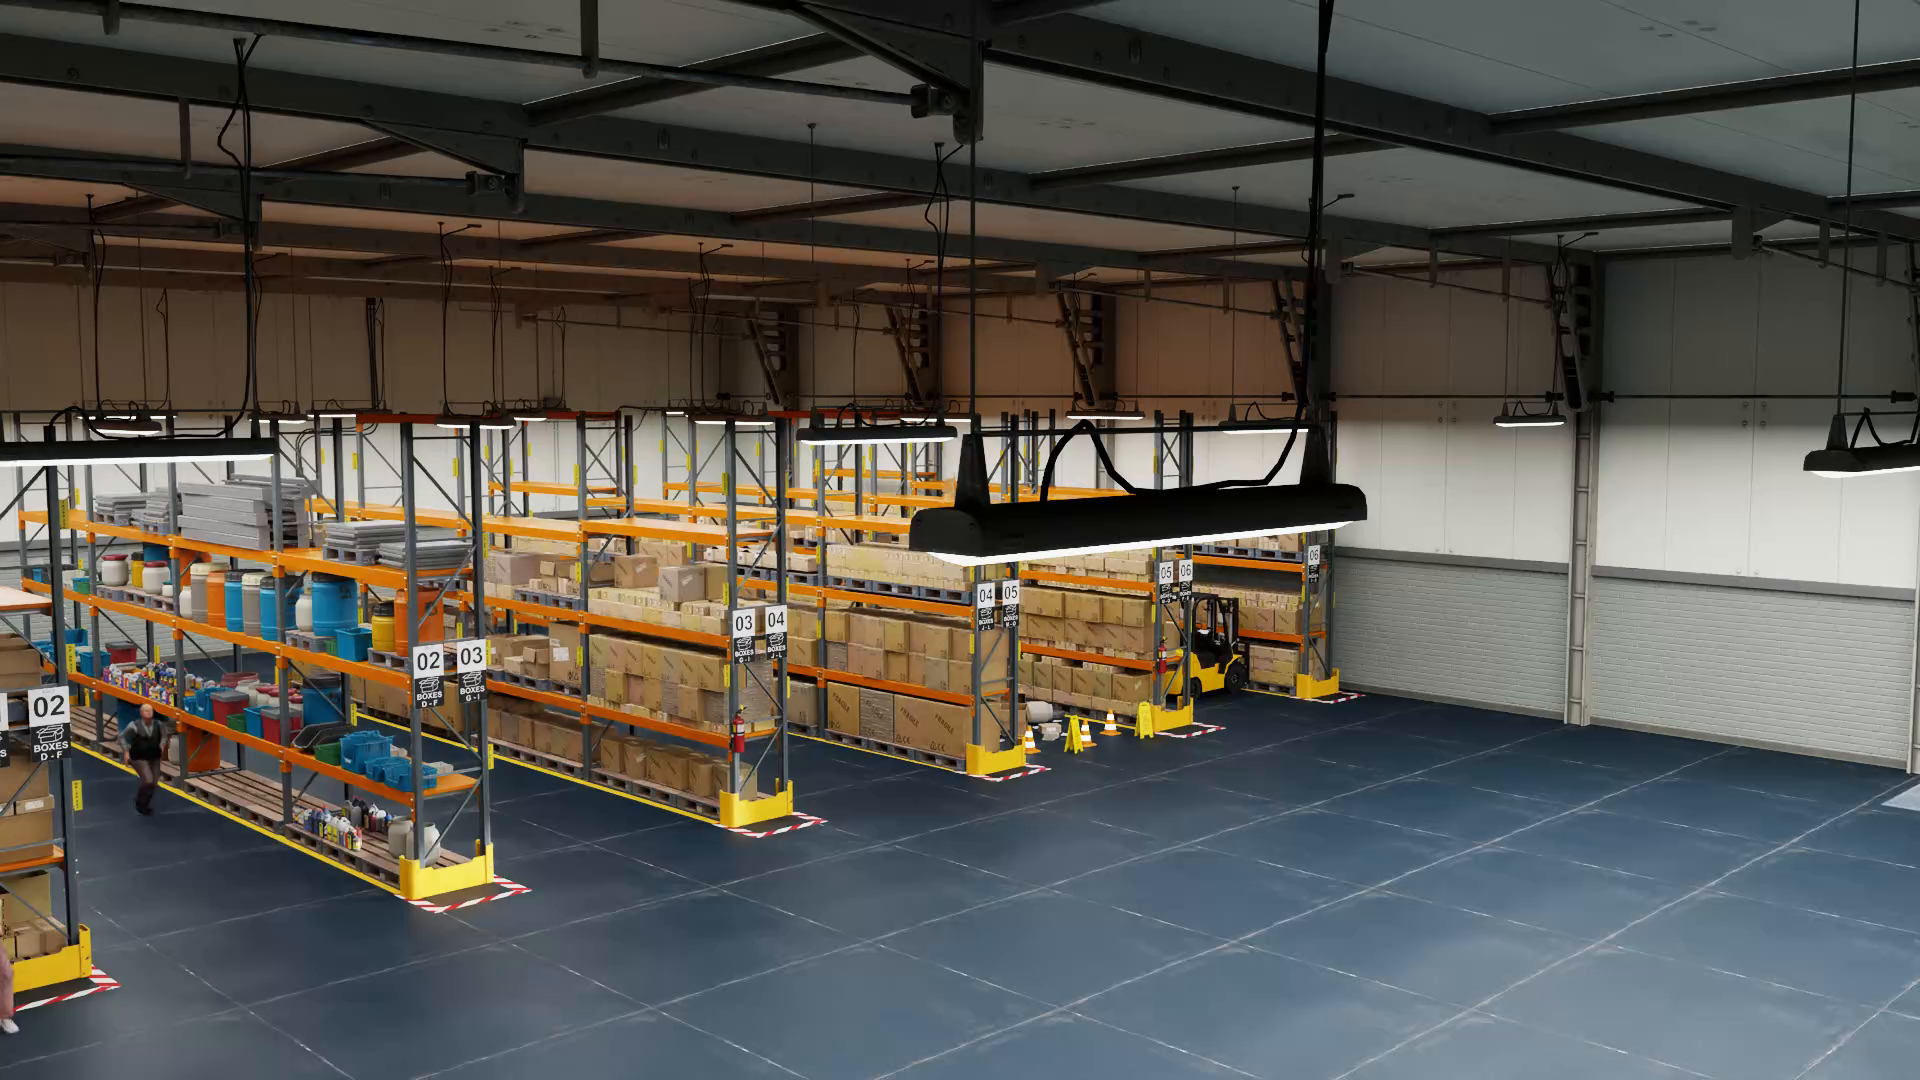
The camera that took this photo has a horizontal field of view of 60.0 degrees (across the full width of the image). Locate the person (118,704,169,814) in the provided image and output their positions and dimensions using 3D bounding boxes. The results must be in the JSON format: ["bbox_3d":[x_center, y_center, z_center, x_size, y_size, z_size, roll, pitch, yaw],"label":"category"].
[{"bbox_3d":[-12.229,3.302,25.025,0.733,1.677,0.630,4,6,39],"label":"person"}]

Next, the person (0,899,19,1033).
[{"bbox_3d":[-9.764,4.049,16.644,0.804,1.693,0.633,0,5,3],"label":"person"}]

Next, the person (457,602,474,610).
[{"bbox_3d":[-11.779,1.992,39.840,0.724,1.806,0.937,3,6,31],"label":"person"}]
